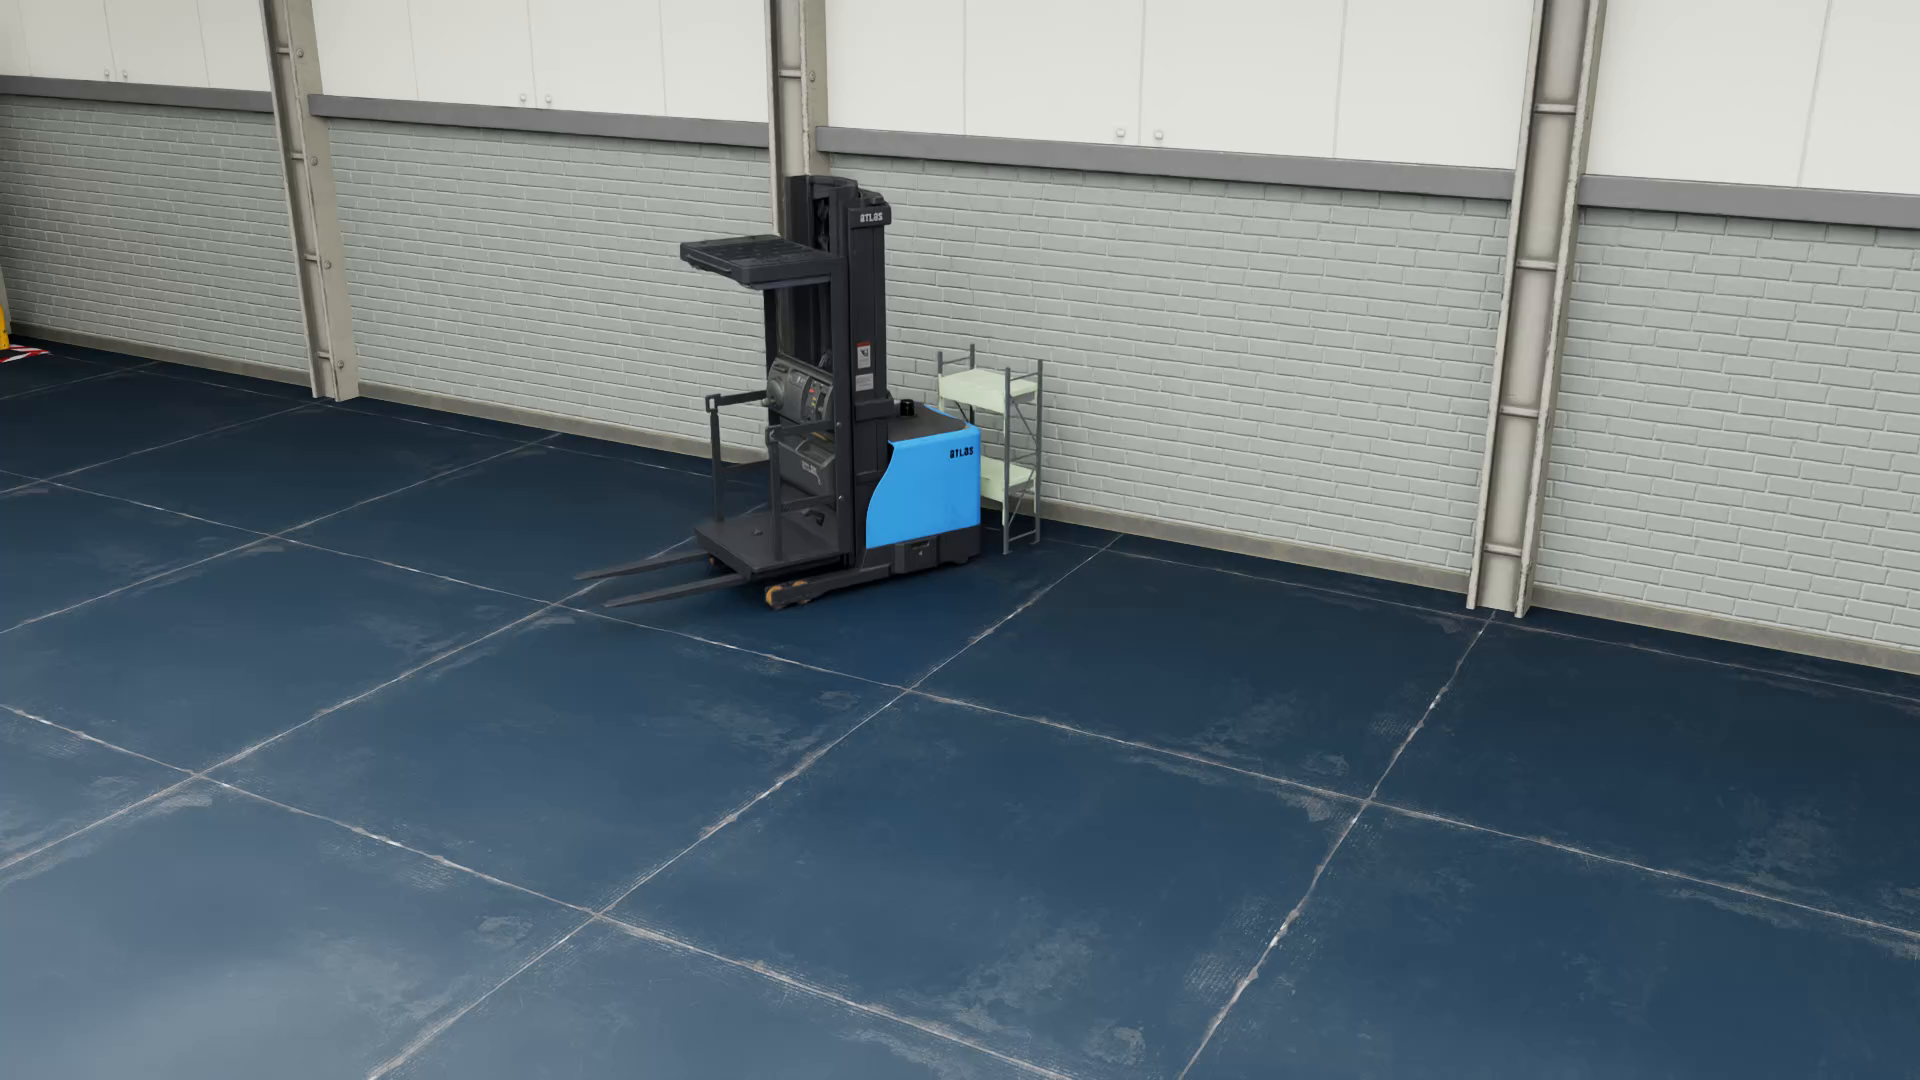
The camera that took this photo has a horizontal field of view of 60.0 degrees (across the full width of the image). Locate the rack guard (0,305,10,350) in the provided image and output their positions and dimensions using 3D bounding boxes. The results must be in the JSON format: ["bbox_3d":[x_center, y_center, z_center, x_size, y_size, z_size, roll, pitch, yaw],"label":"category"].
[{"bbox_3d":[-11.621,-2.363,19.147,0.348,0.500,1.175,11,23,27],"label":"rack guard"}]

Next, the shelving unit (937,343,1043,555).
[{"bbox_3d":[0.231,-0.730,13.178,0.755,1.500,0.431,19,27,41],"label":"shelving unit"}]

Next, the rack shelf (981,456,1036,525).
[{"bbox_3d":[0.231,-0.423,13.289,0.720,0.370,0.431,19,27,41],"label":"rack shelf"}]

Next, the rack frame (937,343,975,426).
[{"bbox_3d":[-0.029,-0.818,13.420,0.023,1.500,0.400,19,27,41],"label":"rack frame"}]

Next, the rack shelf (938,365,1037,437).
[{"bbox_3d":[0.231,-1.097,13.044,0.720,0.370,0.431,19,27,41],"label":"rack shelf"}]

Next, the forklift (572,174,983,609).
[{"bbox_3d":[-1.344,-1.084,12.055,3.031,2.935,1.130,-12,23,-31],"label":"forklift"}]

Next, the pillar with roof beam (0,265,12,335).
[{"bbox_3d":[-13.910,-5.465,15.234,0.400,9.000,9.100,11,23,27],"label":"pillar with roof beam"}]

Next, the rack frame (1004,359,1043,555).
[{"bbox_3d":[0.491,-0.642,12.935,0.023,1.500,0.400,19,27,41],"label":"rack frame"}]

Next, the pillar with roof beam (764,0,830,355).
[{"bbox_3d":[-3.434,-3.469,9.733,0.400,9.000,9.100,11,23,27],"label":"pillar with roof beam"}]

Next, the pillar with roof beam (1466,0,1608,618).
[{"bbox_3d":[1.804,-2.471,6.982,0.400,9.000,9.100,11,23,27],"label":"pillar with roof beam"}]

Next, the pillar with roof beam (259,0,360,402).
[{"bbox_3d":[-8.672,-4.467,12.483,0.400,9.000,9.100,11,23,27],"label":"pillar with roof beam"}]
